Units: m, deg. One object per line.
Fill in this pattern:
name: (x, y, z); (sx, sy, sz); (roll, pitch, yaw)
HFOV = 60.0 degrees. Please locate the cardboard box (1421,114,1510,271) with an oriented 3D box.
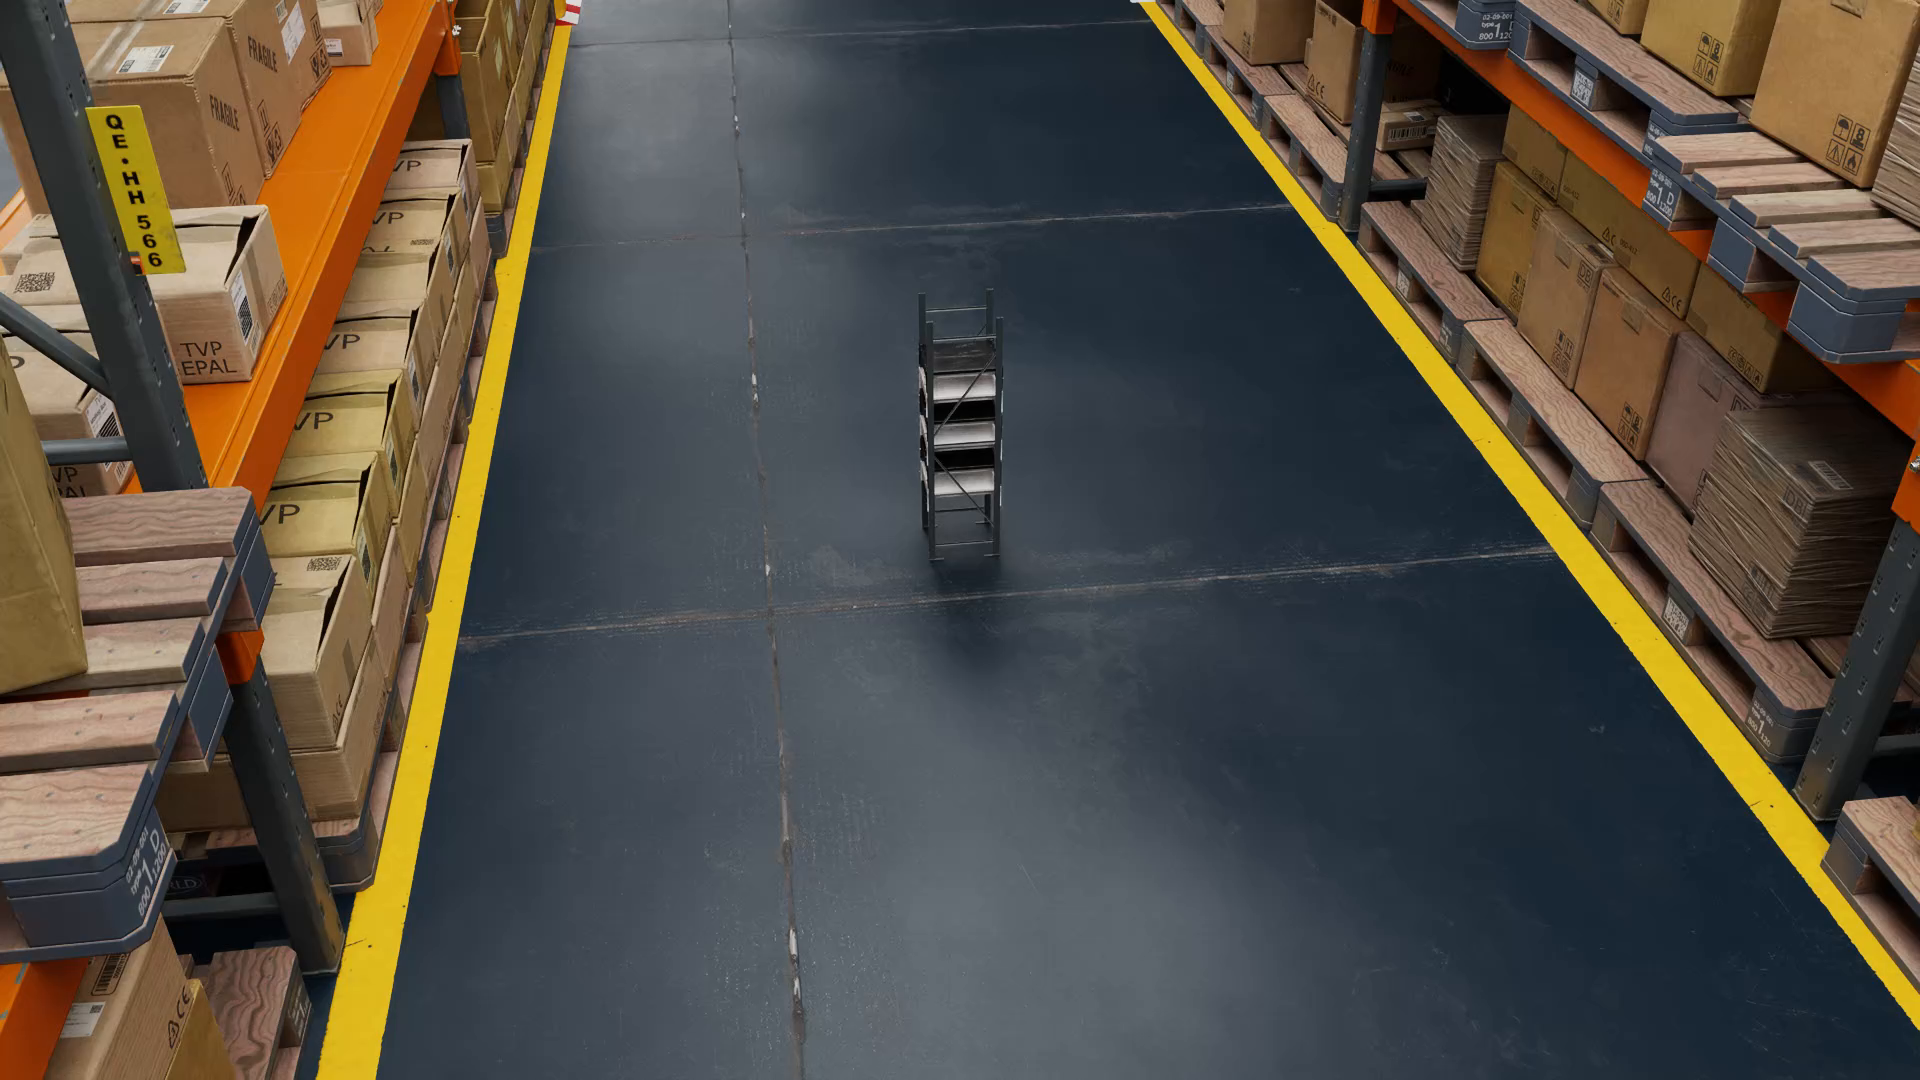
cardboard box: (2.428, -1.497, 7.113); (0.700, 0.500, 0.500); (-3, 34, -5)

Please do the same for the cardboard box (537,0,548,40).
cardboard box: (-2.689, -3.095, 9.697); (0.500, 0.250, 0.500); (-4, 35, -6)

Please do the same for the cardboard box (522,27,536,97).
cardboard box: (-2.555, -2.537, 8.878); (0.500, 0.250, 0.500); (-4, 35, -6)

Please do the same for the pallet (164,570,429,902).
pallet: (-2.129, 0.541, 4.768); (1.003, 0.211, 1.213); (-4, 35, -6)

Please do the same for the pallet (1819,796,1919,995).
pallet: (2.882, 1.072, 3.989); (1.003, 0.211, 1.213); (-4, 35, -6)

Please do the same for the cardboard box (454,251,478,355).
cardboard box: (-2.186, -0.926, 6.514); (0.500, 0.250, 0.500); (-5, 35, -7)

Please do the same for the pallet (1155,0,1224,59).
pallet: (1.859, -3.339, 10.463); (1.003, 0.211, 1.213); (-4, 35, -6)

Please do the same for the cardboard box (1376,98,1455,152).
cardboard box: (2.211, -2.065, 8.242); (0.380, 0.166, 0.250); (-9, 35, -13)

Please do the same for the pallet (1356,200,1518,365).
pallet: (2.419, -1.171, 7.281); (1.003, 0.211, 1.213); (-4, 35, -6)

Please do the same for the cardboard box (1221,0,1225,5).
cardboard box: (1.855, -3.350, 9.999); (0.500, 0.311, 0.500); (-2, 34, -2)

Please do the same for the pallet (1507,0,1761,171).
pallet: (2.544, -1.548, 5.528); (1.003, 0.211, 1.213); (-4, 35, -6)

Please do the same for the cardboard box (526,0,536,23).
cardboard box: (-2.617, -3.126, 9.077); (0.500, 0.500, 0.500); (-4, 35, -6)

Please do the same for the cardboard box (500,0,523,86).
cardboard box: (-2.482, -2.568, 8.258); (0.500, 0.500, 0.500); (-4, 35, -6)

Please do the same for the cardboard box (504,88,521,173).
cardboard box: (-2.420, -1.979, 8.059); (0.500, 0.250, 0.500); (-4, 35, -6)

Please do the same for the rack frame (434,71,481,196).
rack frame: (-2.595, -2.381, 6.580); (1.000, 3.000, 0.127); (-4, 35, -6)

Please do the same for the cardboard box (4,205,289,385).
cardboard box: (-1.986, -0.625, 4.083); (0.500, 0.311, 0.500); (-5, 35, -7)

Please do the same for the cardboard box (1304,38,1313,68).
cardboard box: (2.118, -2.656, 9.124); (0.380, 0.149, 0.250); (-7, 35, -10)

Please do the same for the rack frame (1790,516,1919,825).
rack frame: (2.851, -0.526, 3.858); (1.000, 3.000, 0.127); (-4, 35, -6)

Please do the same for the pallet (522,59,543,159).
pallet: (-2.828, -2.358, 9.022); (1.003, 0.211, 1.213); (-4, 35, -6)

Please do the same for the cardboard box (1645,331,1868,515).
cardboard box: (2.748, -0.369, 5.456); (0.700, 0.500, 0.500); (-4, 35, -6)

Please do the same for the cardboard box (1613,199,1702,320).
cardboard box: (2.614, -0.992, 5.705); (0.500, 0.250, 0.500); (-5, 35, -7)

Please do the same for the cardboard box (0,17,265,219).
cardboard box: (-2.299, -1.125, 4.648); (0.500, 0.500, 0.500); (-6, 35, -9)

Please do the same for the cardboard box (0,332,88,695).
cardboard box: (-1.861, -0.020, 2.655); (0.700, 0.500, 0.500); (-16, 37, -22)

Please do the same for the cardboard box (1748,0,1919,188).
cardboard box: (2.676, -1.320, 4.544); (0.700, 0.500, 0.500); (-8, 35, -11)

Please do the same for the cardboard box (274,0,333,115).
cardboard box: (-2.437, -1.698, 5.490); (0.500, 0.500, 0.500); (-2, 34, -3)

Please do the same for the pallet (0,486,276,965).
pallet: (-1.897, 0.304, 2.811); (1.213, 0.211, 1.003); (-4, 35, -6)

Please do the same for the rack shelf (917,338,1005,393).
rack shelf: (0.001, -0.563, 5.357); (0.258, 0.077, 0.200); (-4, 35, -6)

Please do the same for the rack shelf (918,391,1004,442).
rack shelf: (0.001, -0.414, 5.458); (0.258, 0.077, 0.200); (-4, 35, -6)

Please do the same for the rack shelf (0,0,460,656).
rack shelf: (-2.326, -0.967, 5.145); (1.077, 0.370, 4.000); (-4, 35, -6)

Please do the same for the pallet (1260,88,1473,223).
pallet: (2.187, -1.978, 8.465); (1.003, 0.211, 1.213); (-4, 35, -6)

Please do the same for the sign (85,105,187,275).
sign: (-1.521, -0.641, 3.069); (0.100, 0.325, 0.005); (-4, 35, -6)

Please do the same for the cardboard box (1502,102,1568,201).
cardboard box: (2.491, -1.562, 6.541); (0.500, 0.250, 0.500); (-5, 35, -7)

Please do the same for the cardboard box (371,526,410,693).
cardboard box: (-1.905, 0.219, 4.833); (0.500, 0.250, 0.500); (-5, 35, -8)

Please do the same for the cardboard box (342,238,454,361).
cardboard box: (-2.116, -0.877, 5.944); (0.500, 0.311, 0.500); (-4, 35, -7)

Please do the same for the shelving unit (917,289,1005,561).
shelving unit: (0.001, -0.367, 5.490); (0.258, 0.900, 0.210); (-4, 35, -6)

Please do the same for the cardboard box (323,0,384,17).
cardboard box: (-2.486, -2.047, 6.224); (0.500, 0.250, 0.500); (-2, 34, -3)

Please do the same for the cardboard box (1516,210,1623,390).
cardboard box: (2.576, -0.925, 6.273); (0.700, 0.500, 0.500); (-4, 34, -6)

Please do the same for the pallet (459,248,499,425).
pallet: (-2.458, -0.820, 6.766); (1.003, 0.211, 1.213); (-4, 35, -6)

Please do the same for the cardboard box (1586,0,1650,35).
cardboard box: (2.535, -2.017, 5.567); (0.700, 0.500, 0.500); (0, 34, 0)

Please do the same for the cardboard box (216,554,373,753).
cardboard box: (-1.837, 0.268, 4.264); (0.500, 0.311, 0.500); (-3, 34, -5)

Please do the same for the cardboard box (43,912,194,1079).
cardboard box: (-1.687, 0.928, 2.888); (0.500, 0.250, 0.500); (-3, 34, -5)

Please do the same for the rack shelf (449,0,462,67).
rack shelf: (-2.864, -3.199, 8.420); (1.077, 0.370, 4.000); (-4, 35, -6)

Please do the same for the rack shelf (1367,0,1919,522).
rack shelf: (2.582, -1.345, 5.698); (1.077, 0.370, 4.000); (-4, 35, -6)

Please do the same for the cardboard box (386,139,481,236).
cardboard box: (-2.257, -1.445, 6.778); (0.500, 0.311, 0.500); (-4, 35, -6)

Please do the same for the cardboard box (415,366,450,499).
cardboard box: (-2.050, -0.357, 5.678); (0.500, 0.250, 0.500); (-4, 34, -5)

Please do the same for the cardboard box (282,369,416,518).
cardboard box: (-1.982, -0.309, 5.111); (0.500, 0.311, 0.500); (-5, 35, -8)

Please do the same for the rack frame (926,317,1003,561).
rack frame: (0.015, -0.311, 5.407); (0.240, 0.900, 0.006); (-4, 35, -6)

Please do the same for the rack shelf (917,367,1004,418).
rack shelf: (0.001, -0.489, 5.407); (0.258, 0.077, 0.200); (-4, 35, -6)

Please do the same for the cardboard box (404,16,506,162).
cardboard box: (-2.348, -2.010, 7.439); (0.500, 0.500, 0.500); (-4, 35, -6)
